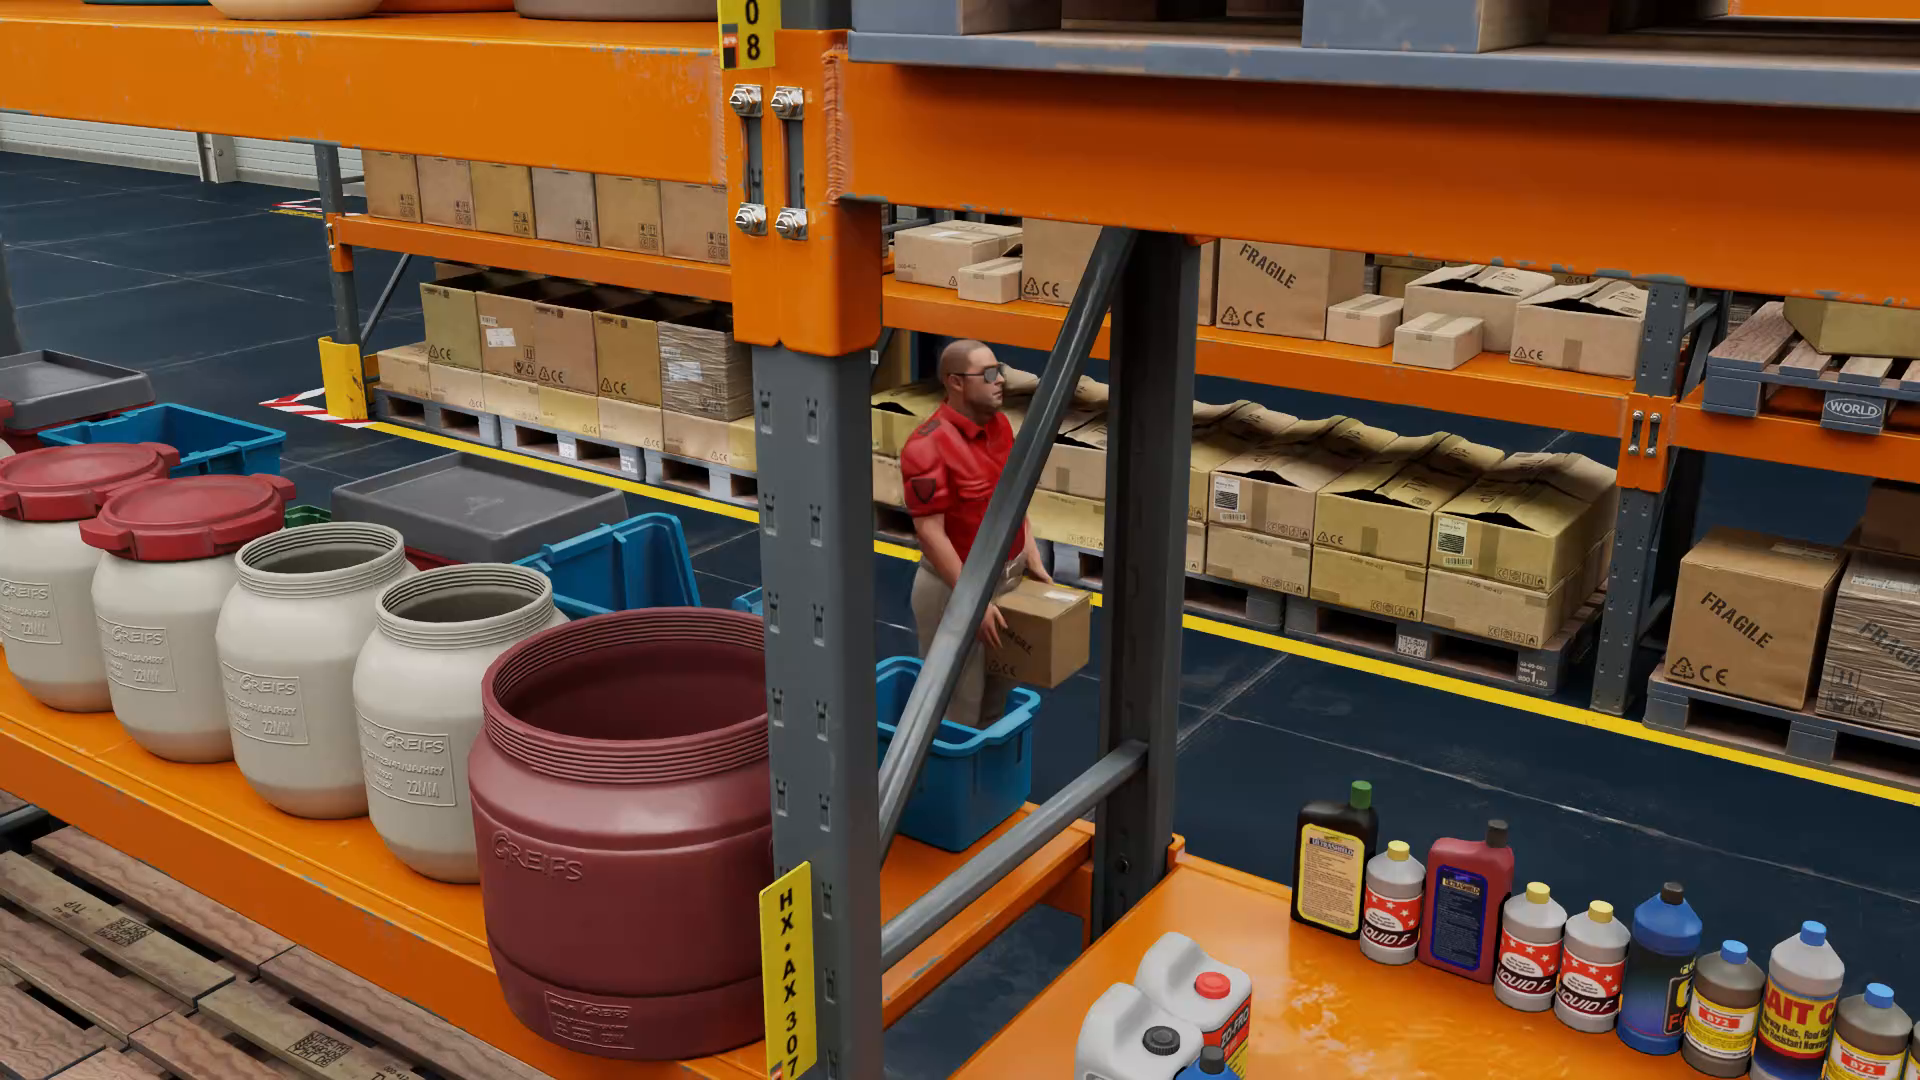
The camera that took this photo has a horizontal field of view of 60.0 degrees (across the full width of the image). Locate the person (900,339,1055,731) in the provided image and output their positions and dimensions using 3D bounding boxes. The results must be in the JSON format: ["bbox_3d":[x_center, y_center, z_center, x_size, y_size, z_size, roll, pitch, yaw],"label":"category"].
[{"bbox_3d":[0.075,0.193,5.548,0.423,1.729,0.583,13,23,32],"label":"person"}]
